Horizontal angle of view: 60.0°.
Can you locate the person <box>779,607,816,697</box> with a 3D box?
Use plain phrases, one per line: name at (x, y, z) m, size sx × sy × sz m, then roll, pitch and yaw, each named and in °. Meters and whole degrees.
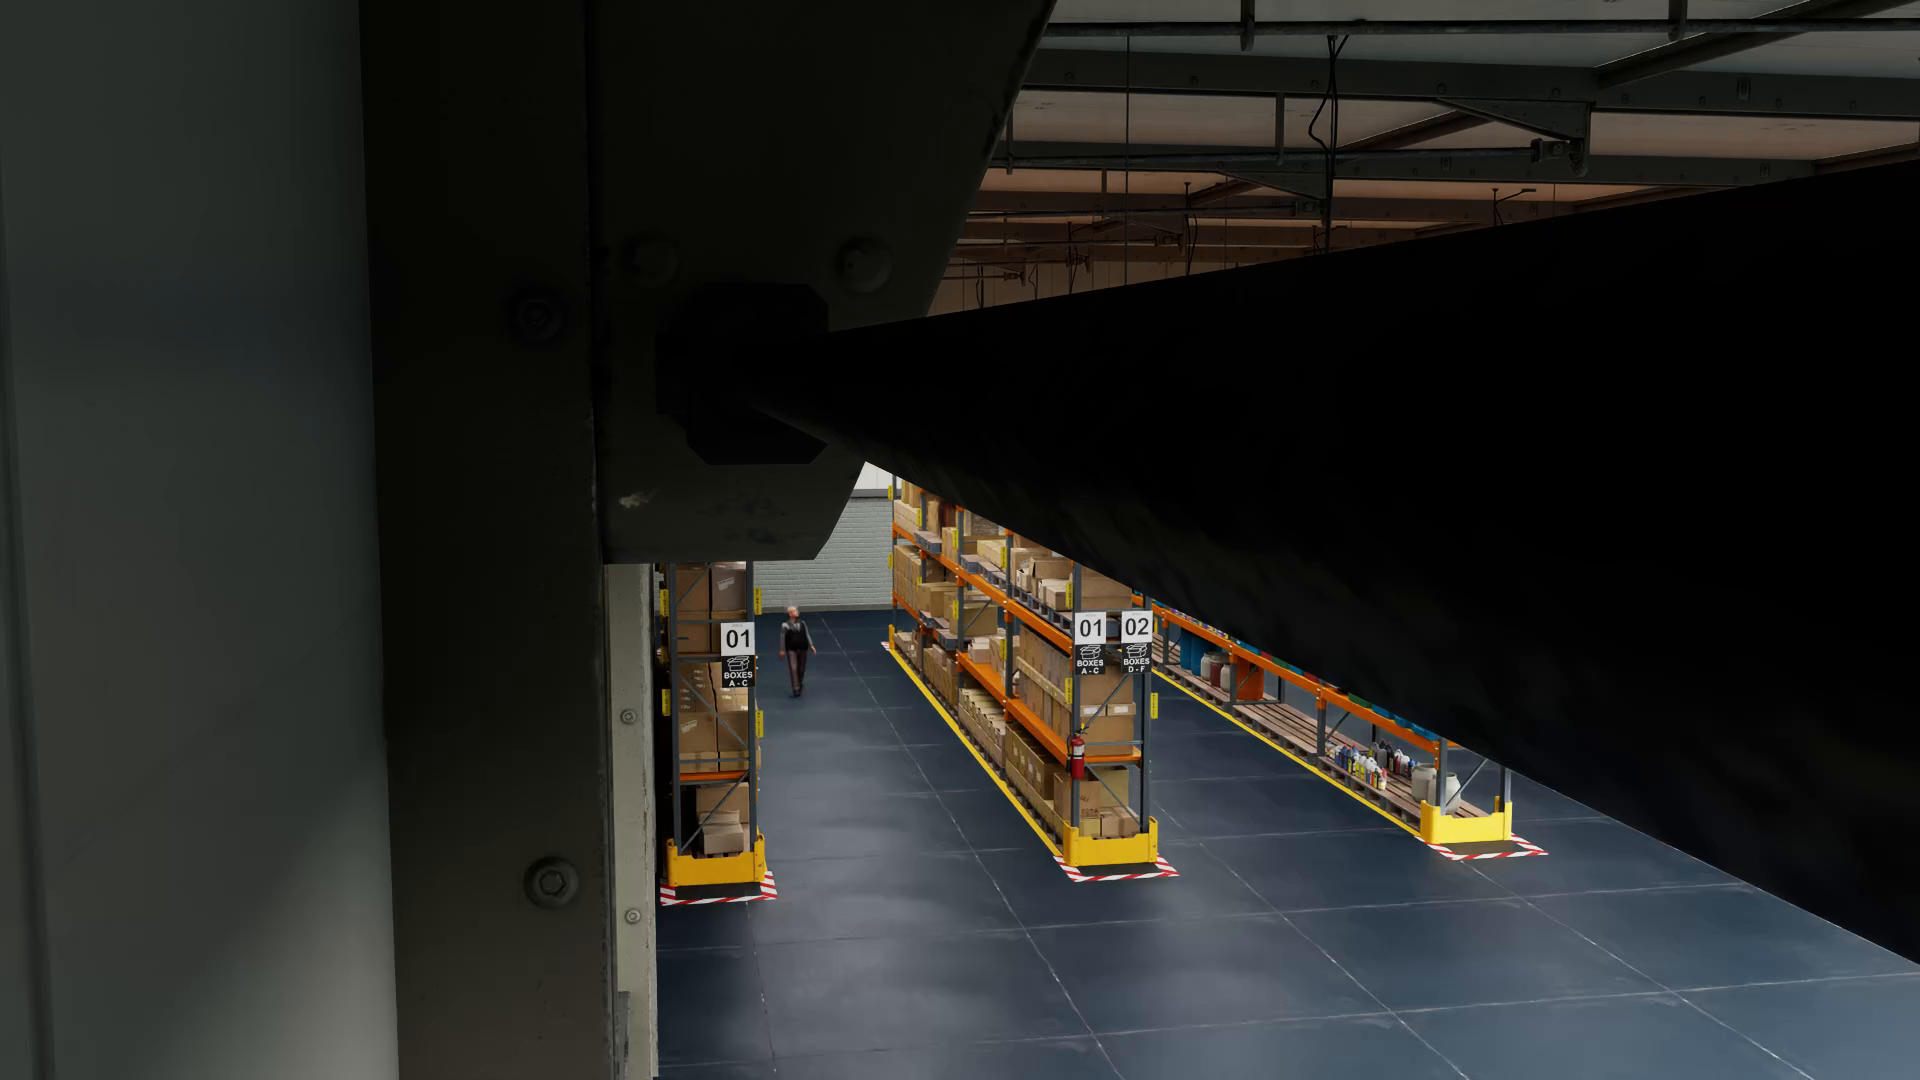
person at (-3.095, 2.099, 31.554) m, size 0.689 × 1.672 × 1.066 m, roll -2°, pitch 6°, yaw -15°
